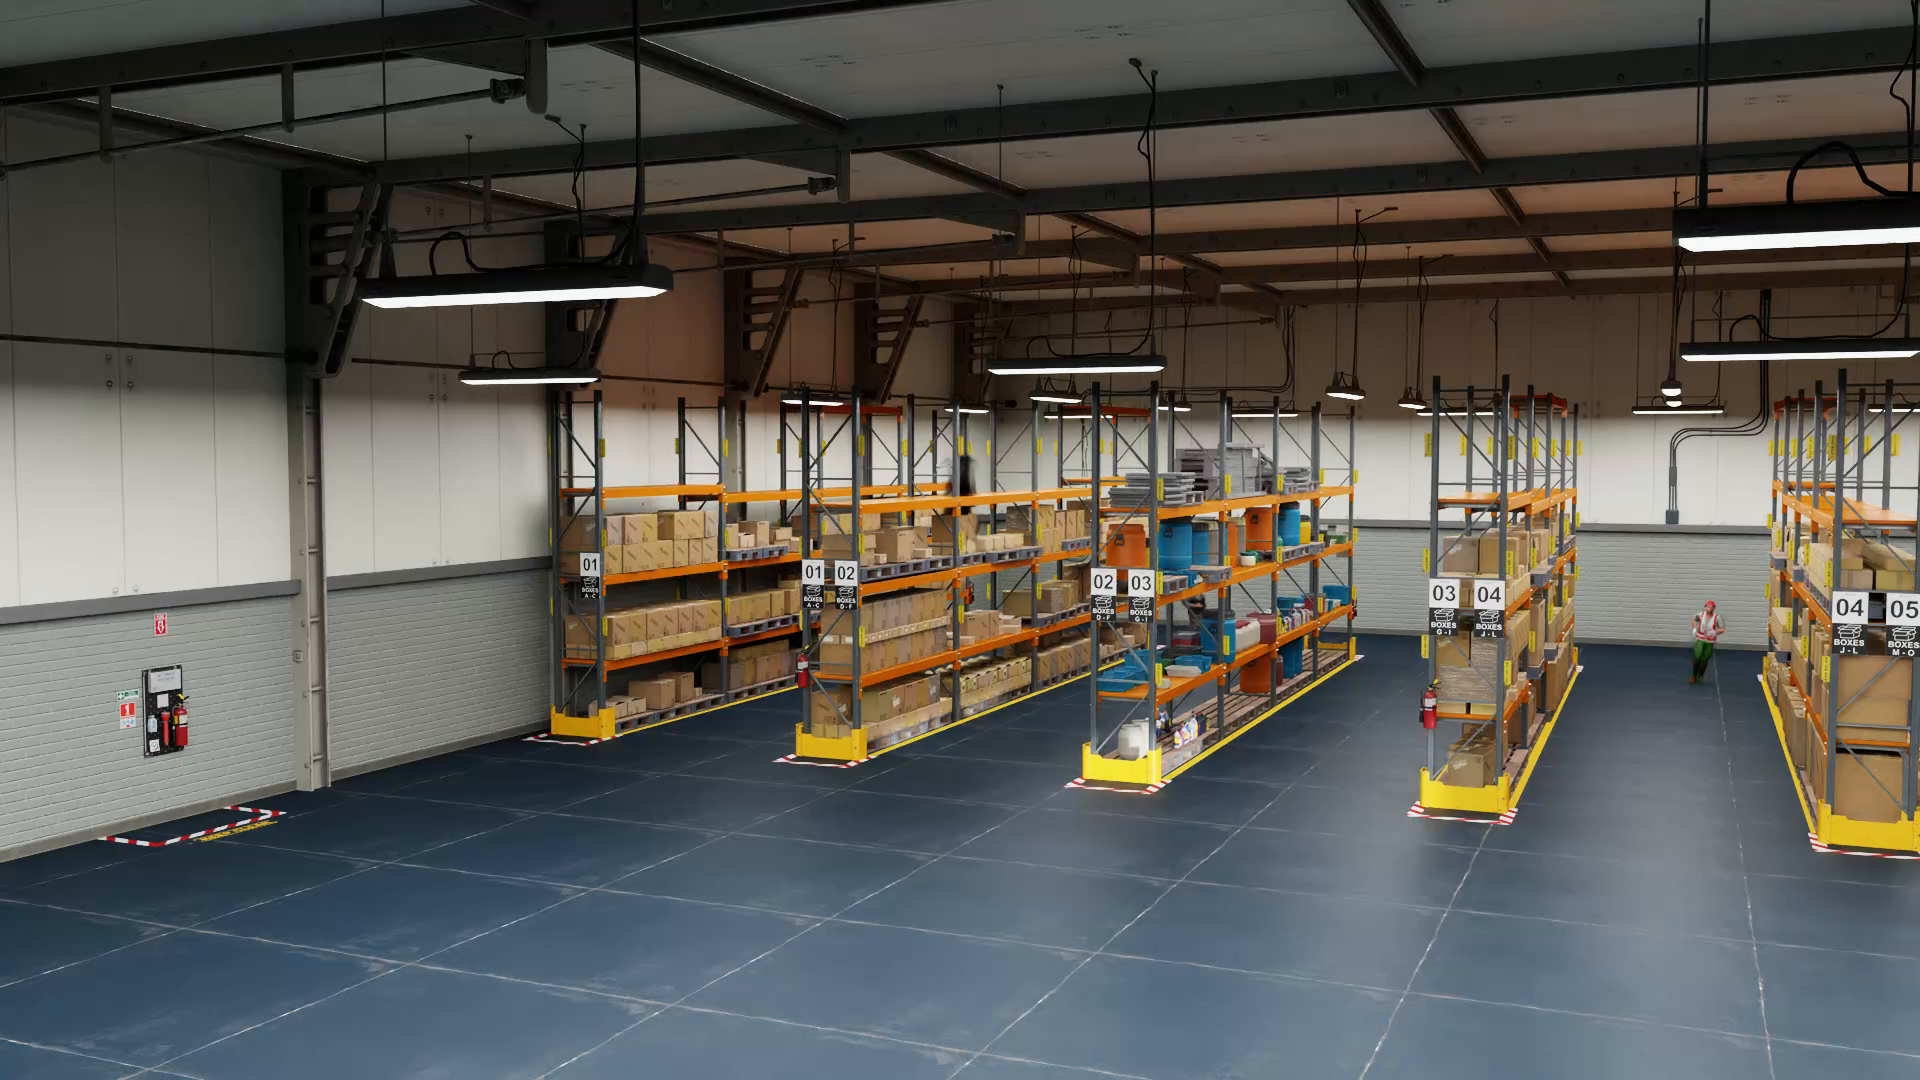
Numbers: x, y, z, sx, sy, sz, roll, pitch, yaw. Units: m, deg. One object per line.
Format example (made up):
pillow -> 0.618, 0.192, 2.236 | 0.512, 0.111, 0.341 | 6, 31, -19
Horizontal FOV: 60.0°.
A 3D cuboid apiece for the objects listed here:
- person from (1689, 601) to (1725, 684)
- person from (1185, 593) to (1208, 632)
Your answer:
person -> 15.859, 2.173, 35.291 | 0.677, 1.798, 0.719 | 2, 3, 25
person -> 5.877, 1.882, 41.250 | 0.677, 1.706, 0.955 | -1, 3, -18
